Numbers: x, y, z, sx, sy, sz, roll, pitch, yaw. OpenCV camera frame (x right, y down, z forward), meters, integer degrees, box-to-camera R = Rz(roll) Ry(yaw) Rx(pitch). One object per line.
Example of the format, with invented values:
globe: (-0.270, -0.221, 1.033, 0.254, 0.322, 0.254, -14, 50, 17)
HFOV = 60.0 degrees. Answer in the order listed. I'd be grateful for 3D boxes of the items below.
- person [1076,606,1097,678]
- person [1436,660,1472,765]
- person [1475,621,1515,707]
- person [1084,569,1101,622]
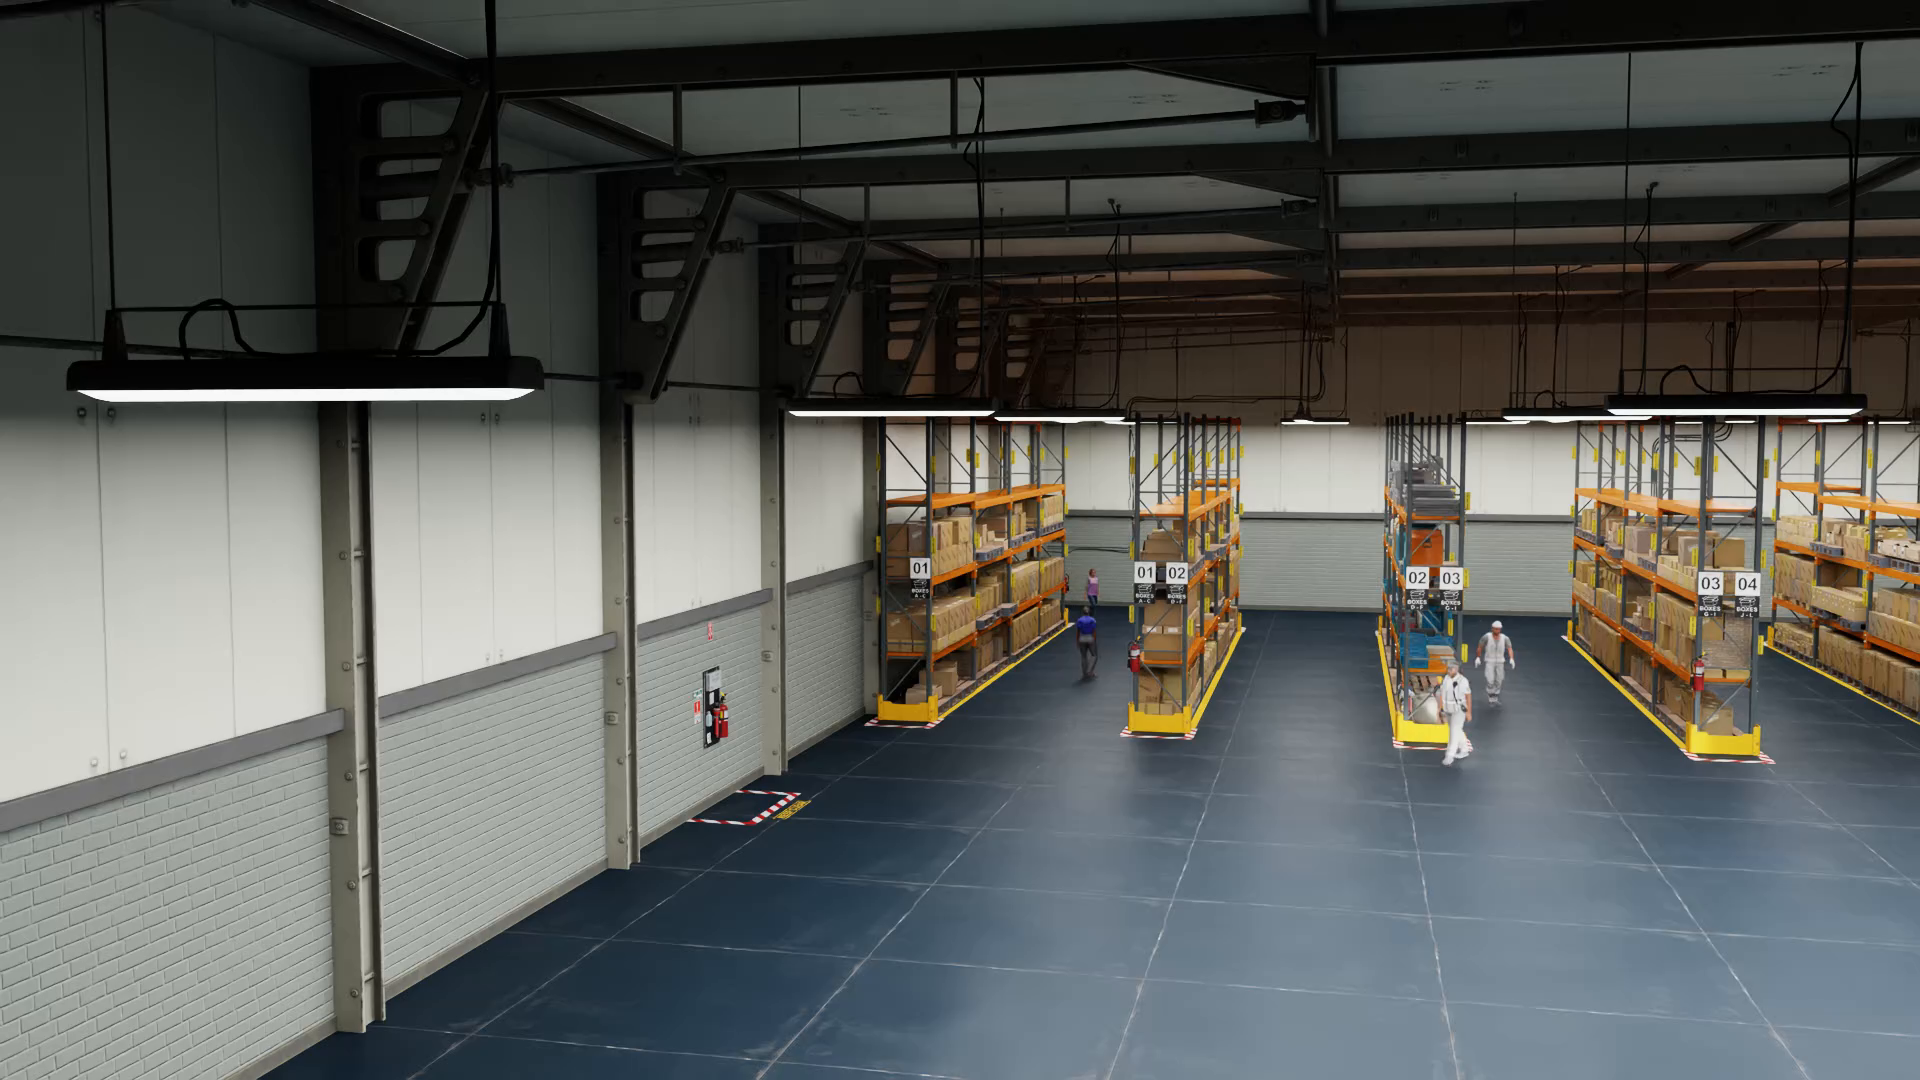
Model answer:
person: (2.900, 2.343, 37.944, 0.507, 1.642, 0.501, 1, 4, 12)
person: (8.436, 2.913, 28.465, 0.907, 1.721, 0.573, -2, 4, -29)
person: (10.985, 2.571, 34.169, 0.720, 1.840, 0.565, 0, 4, 4)
person: (3.874, 1.647, 48.526, 0.448, 1.627, 0.468, -3, 5, -39)
